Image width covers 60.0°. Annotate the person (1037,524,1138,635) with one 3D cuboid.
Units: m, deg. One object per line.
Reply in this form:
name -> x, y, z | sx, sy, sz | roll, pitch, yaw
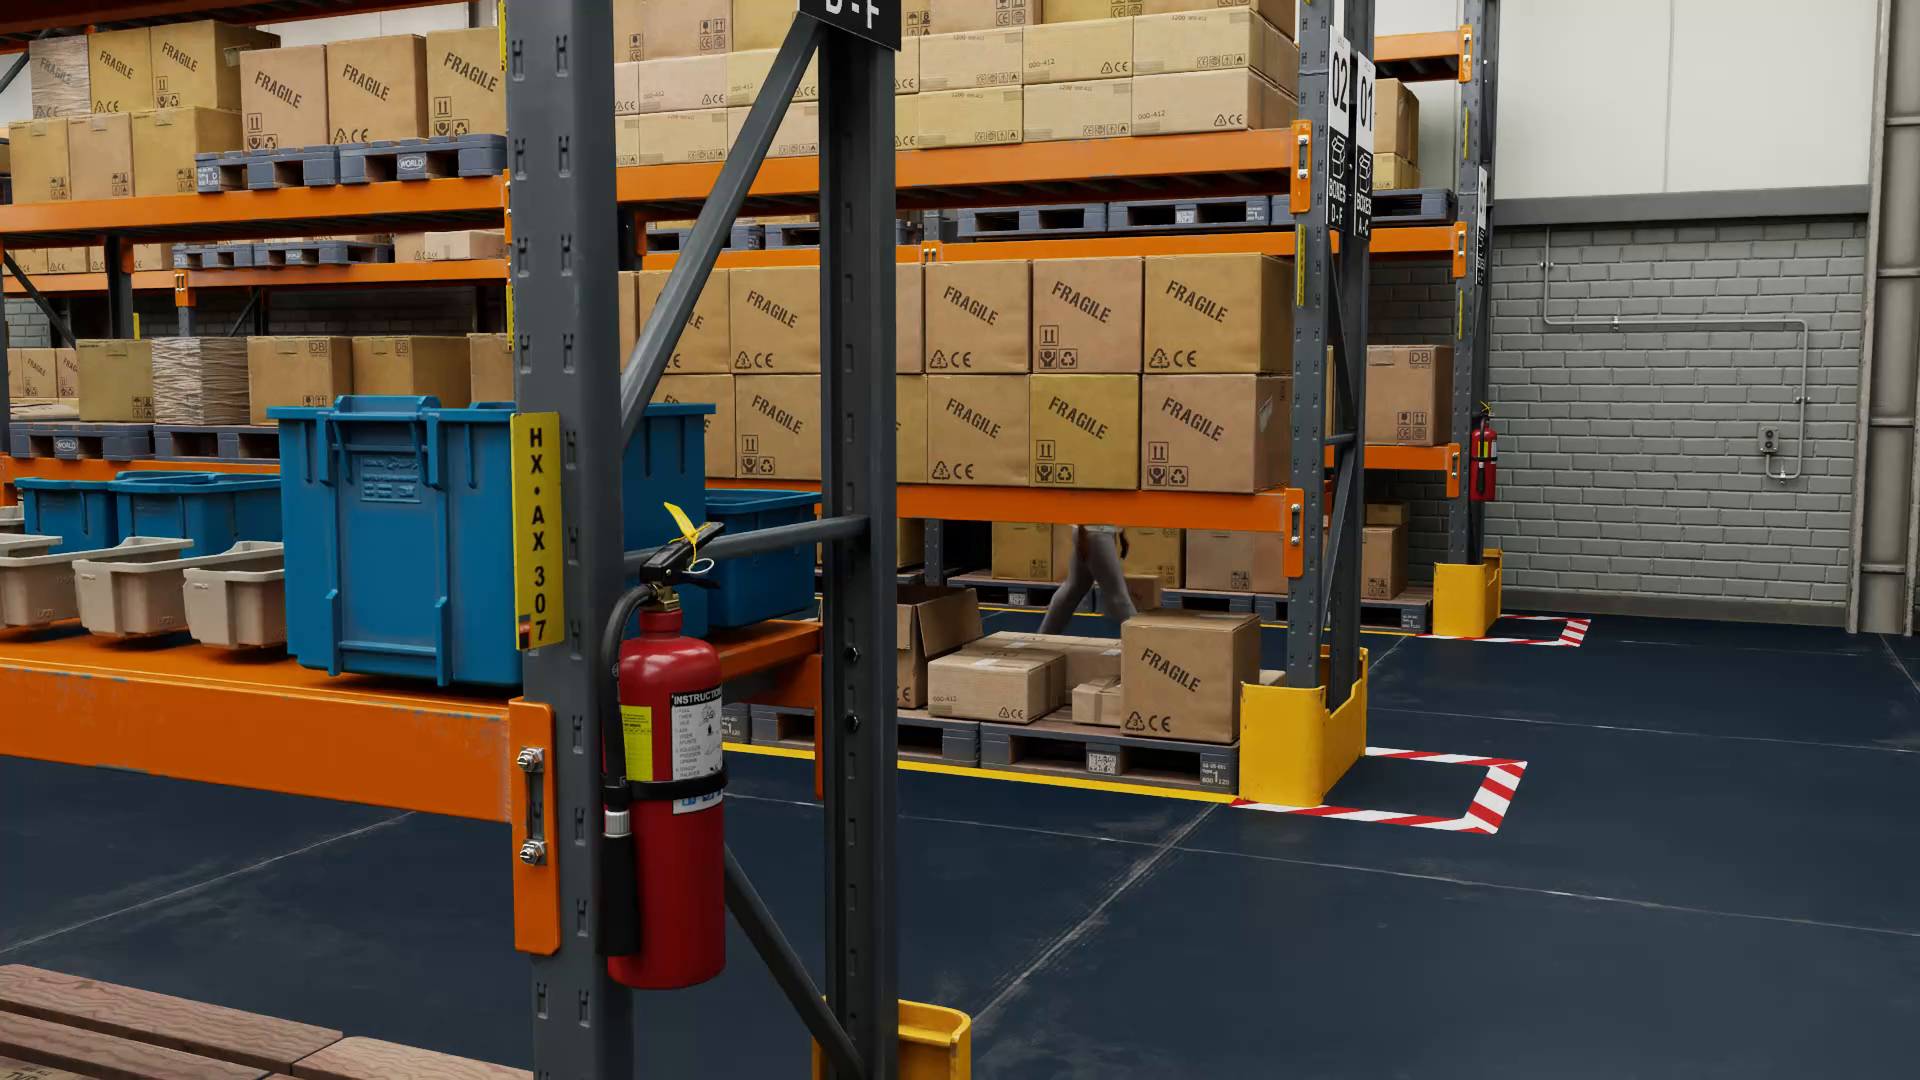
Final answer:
person -> 0.943, -0.059, 10.353 | 1.023, 1.611, 0.462 | 2, 6, 23
